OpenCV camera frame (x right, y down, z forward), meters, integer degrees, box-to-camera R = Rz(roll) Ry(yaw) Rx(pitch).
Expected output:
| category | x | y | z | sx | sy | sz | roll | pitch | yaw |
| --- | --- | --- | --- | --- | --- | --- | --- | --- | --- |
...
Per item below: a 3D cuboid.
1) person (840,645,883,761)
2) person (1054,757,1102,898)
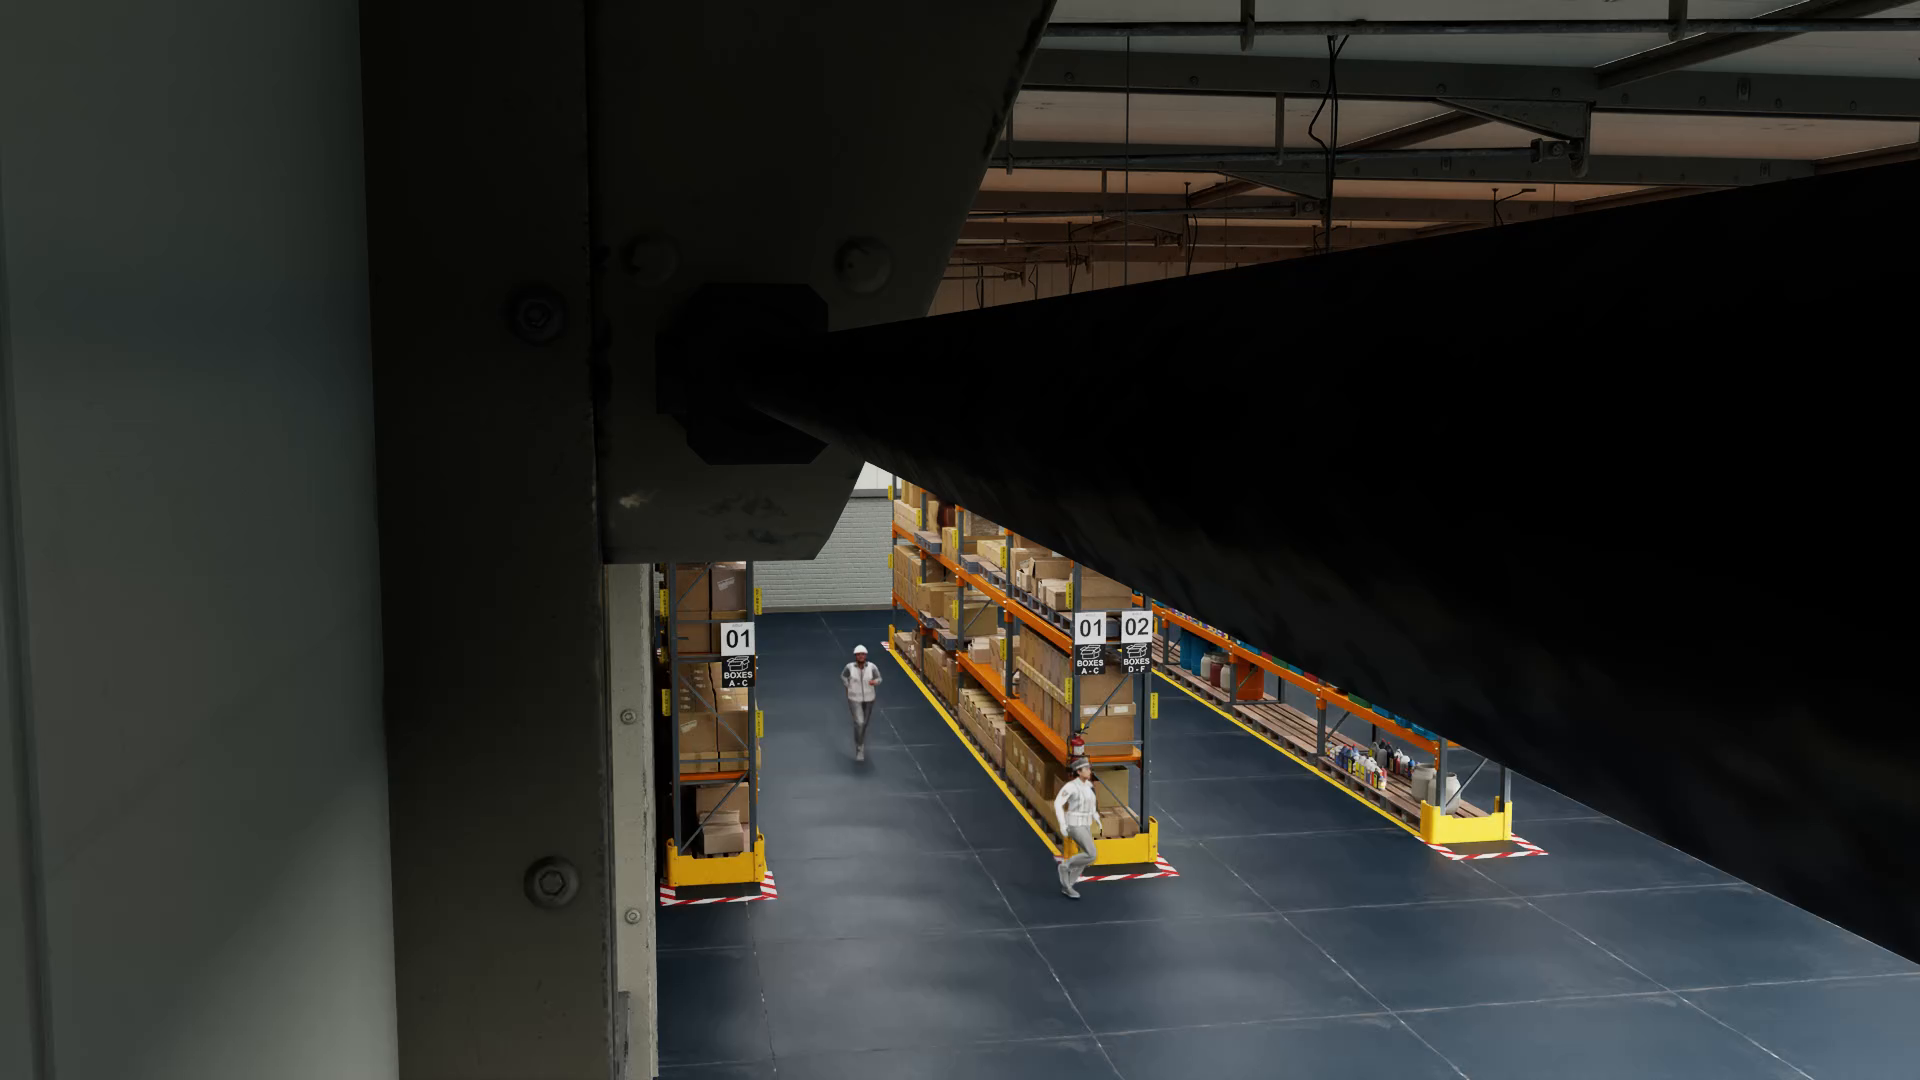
| category | x | y | z | sx | sy | sz | roll | pitch | yaw |
| --- | --- | --- | --- | --- | --- | --- | --- | --- | --- |
| person | -1.563 | 2.581 | 26.651 | 0.630 | 1.837 | 0.789 | -2 | 6 | -16 |
| person | 1.472 | 3.392 | 19.742 | 0.506 | 1.620 | 0.638 | 5 | 8 | 37 |
